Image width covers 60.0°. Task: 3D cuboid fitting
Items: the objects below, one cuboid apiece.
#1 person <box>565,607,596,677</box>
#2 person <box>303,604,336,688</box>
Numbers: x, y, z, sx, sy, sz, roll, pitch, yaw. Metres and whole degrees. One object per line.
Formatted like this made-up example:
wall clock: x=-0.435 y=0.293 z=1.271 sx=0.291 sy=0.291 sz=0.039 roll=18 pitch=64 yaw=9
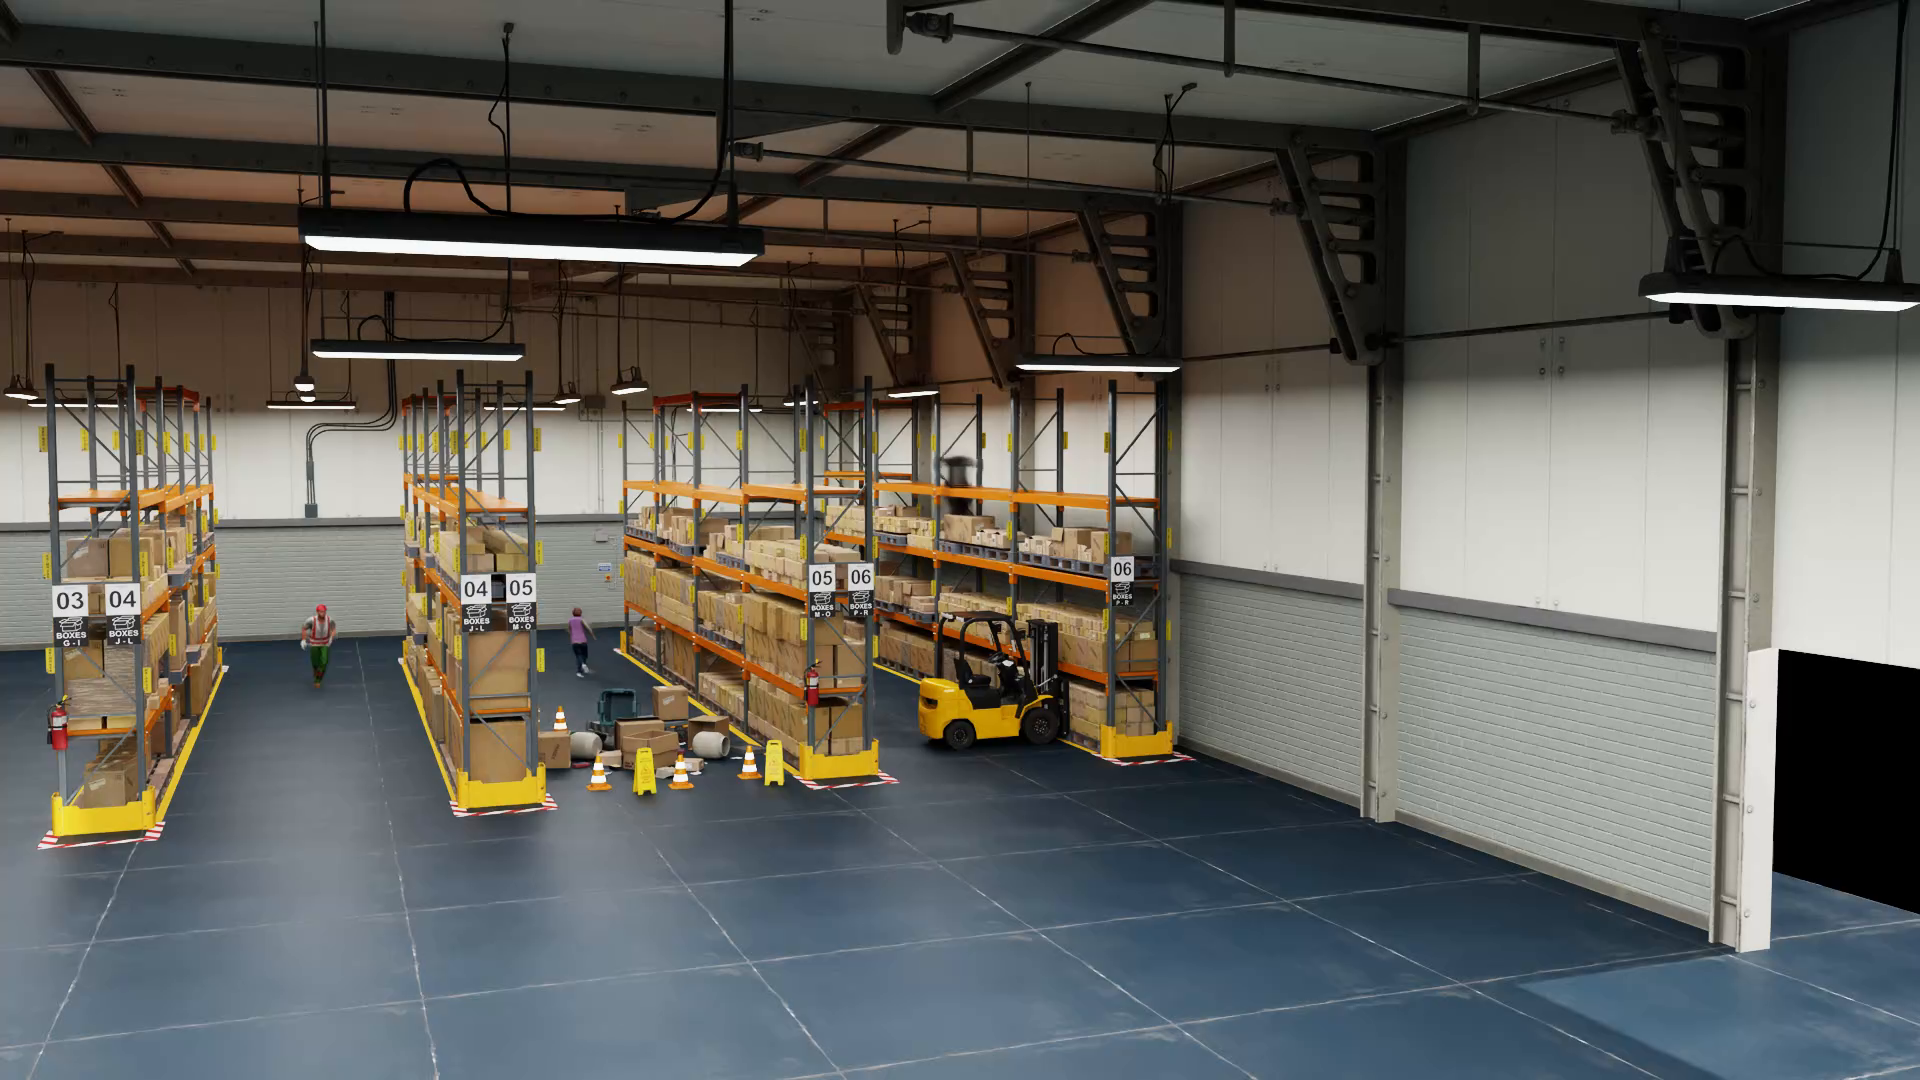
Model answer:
person: x=-8.119 y=2.197 z=35.515 sx=0.640 sy=1.515 sz=0.551 roll=0 pitch=3 yaw=-4
person: x=-13.119 y=2.159 z=34.078 sx=0.624 sy=1.712 sz=0.705 roll=-2 pitch=4 yaw=-34
